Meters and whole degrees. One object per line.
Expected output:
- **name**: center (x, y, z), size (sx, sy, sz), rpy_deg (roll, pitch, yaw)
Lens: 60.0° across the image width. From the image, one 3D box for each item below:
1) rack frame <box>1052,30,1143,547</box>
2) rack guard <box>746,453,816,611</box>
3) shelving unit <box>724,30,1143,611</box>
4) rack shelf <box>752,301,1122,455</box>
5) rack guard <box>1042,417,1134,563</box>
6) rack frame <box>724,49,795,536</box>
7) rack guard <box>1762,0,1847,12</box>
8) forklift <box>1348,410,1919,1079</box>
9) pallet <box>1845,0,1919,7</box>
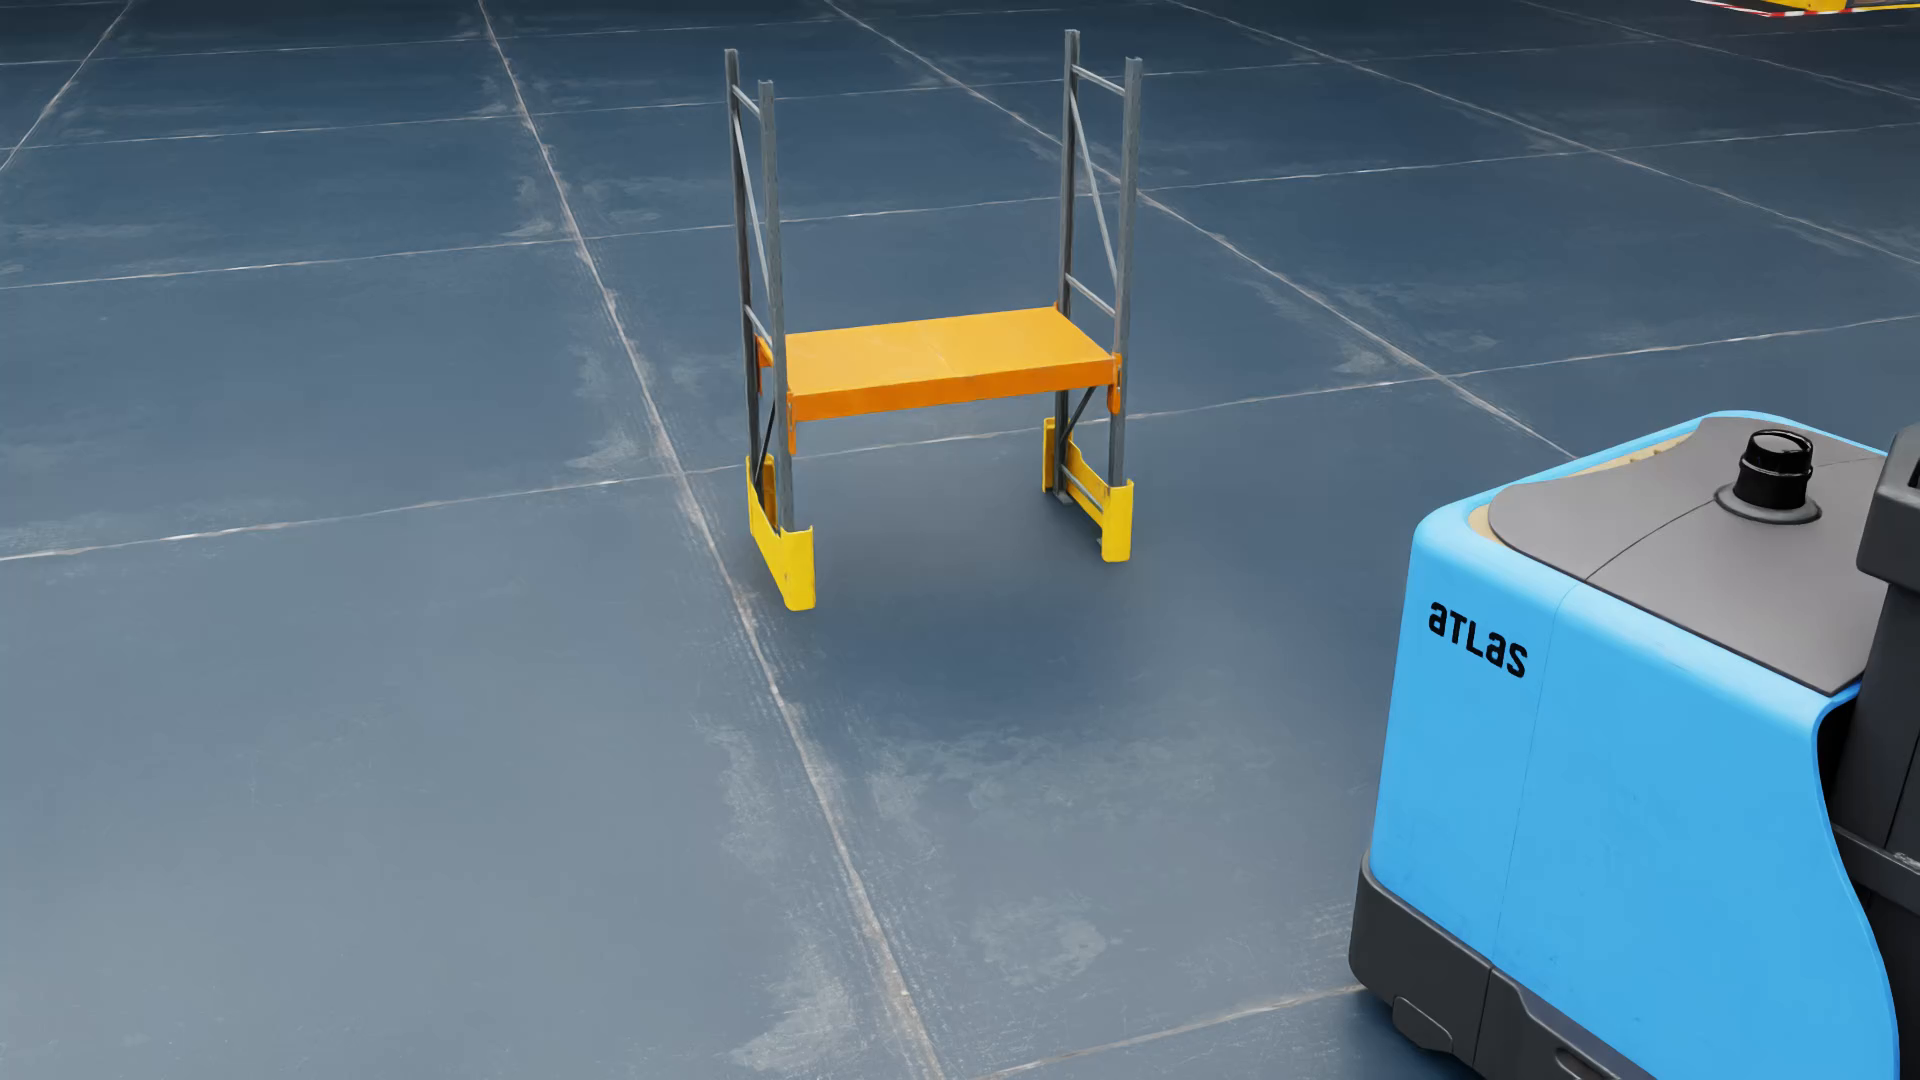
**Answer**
- **rack frame**: center (0.402, -0.730, 5.034), size (0.032, 1.500, 0.500), rpy_deg (-8, 28, -16)
- **rack guard**: center (-0.546, -0.033, 5.035), size (0.087, 0.250, 0.587), rpy_deg (-8, 28, -16)
- **shelving unit**: center (-0.072, -0.661, 4.895), size (1.083, 1.500, 0.587), rpy_deg (-8, 28, -16)
- **rack shelf**: center (-0.081, -0.499, 4.973), size (1.000, 0.185, 0.538), rpy_deg (-8, 28, -16)
- **rack guard**: center (0.401, -0.170, 5.311), size (0.087, 0.250, 0.587), rpy_deg (-8, 28, -16)
- **rack frame**: center (-0.564, -0.590, 4.752), size (0.032, 1.500, 0.500), rpy_deg (-8, 28, -16)
- **rack guard**: center (7.487, -5.122, 15.004), size (0.348, 0.500, 1.175), rpy_deg (-8, 28, -16)
- **forklift**: center (2.024, 0.027, 1.898), size (1.130, 2.935, 3.031), rpy_deg (-17, 31, -30)
- **pallet**: center (8.224, -5.119, 15.323), size (1.213, 0.211, 1.003), rpy_deg (-8, 28, -16)
